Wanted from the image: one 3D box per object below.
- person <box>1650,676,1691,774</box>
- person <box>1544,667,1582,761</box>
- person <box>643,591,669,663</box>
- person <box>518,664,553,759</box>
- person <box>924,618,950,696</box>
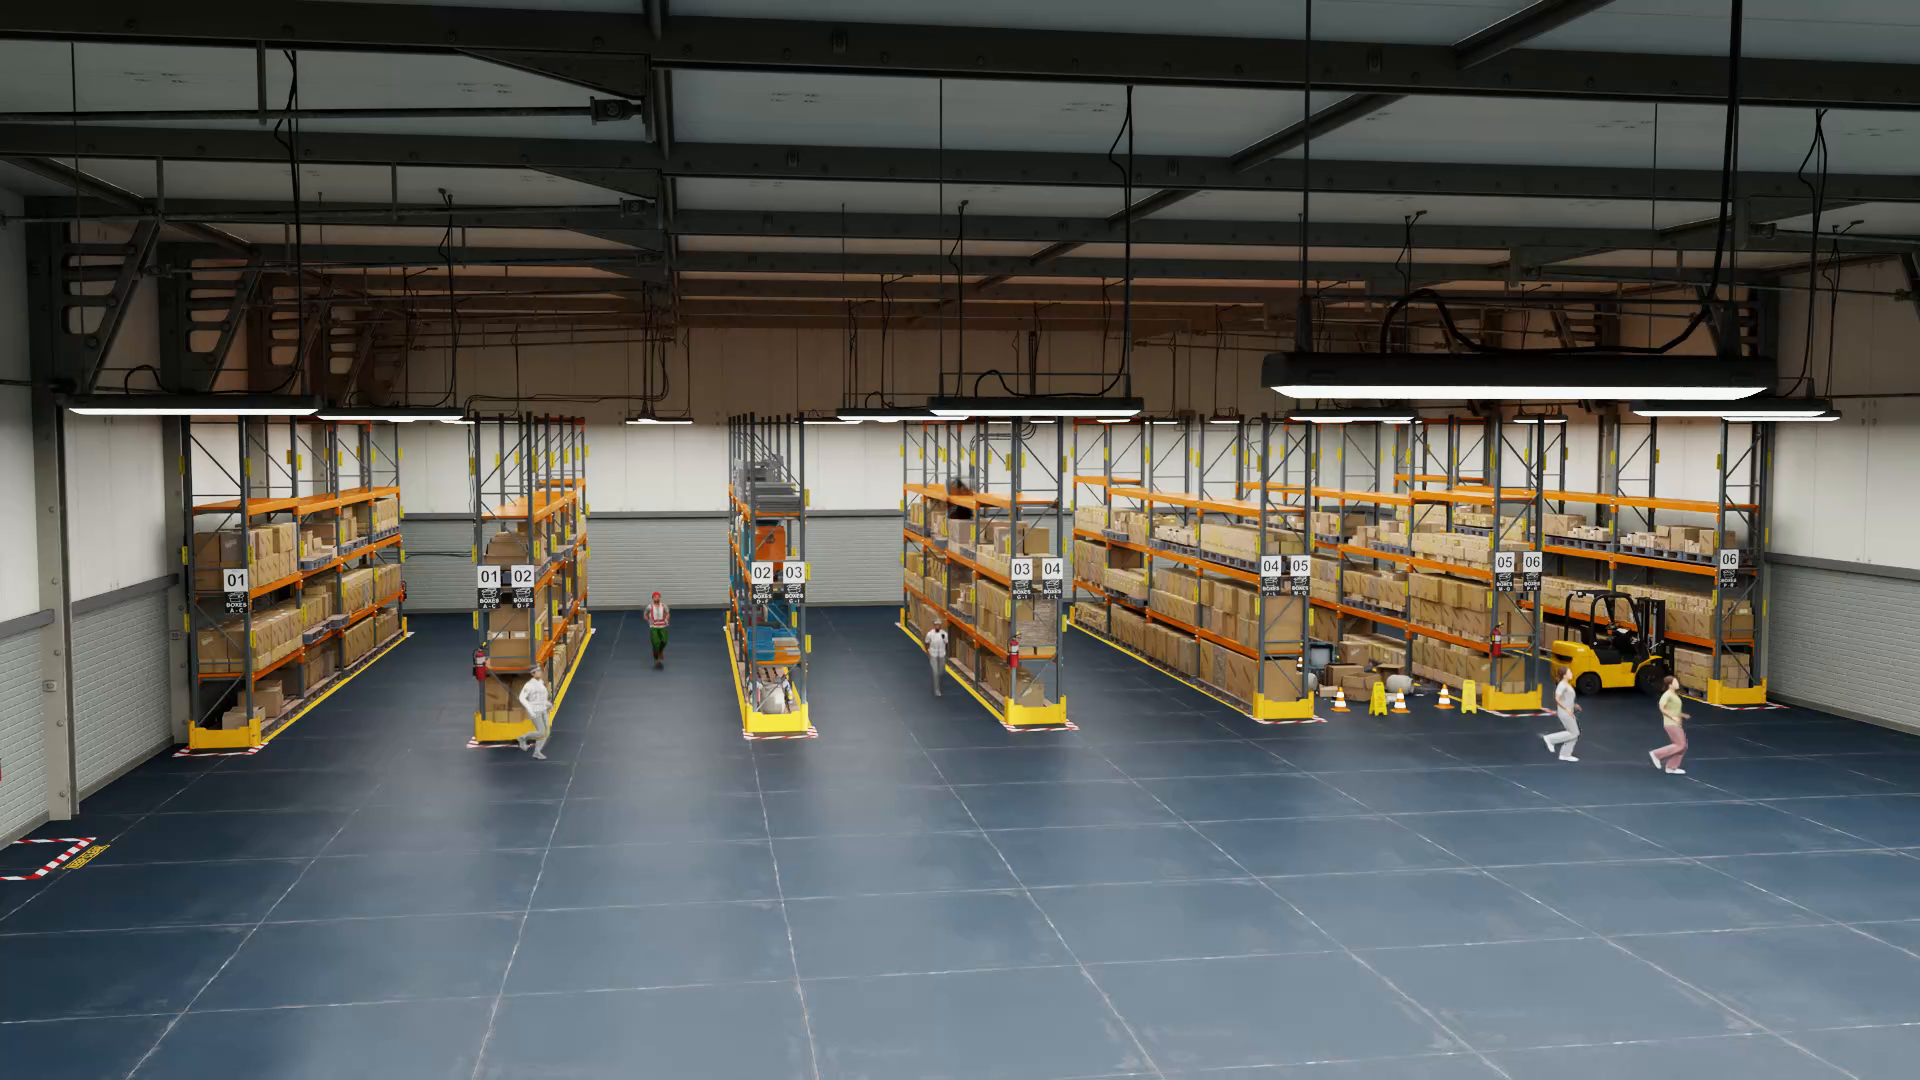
[{"bbox_3d":[11.723,3.043,27.450,0.569,1.619,0.578,3,5,34],"label":"person"},{"bbox_3d":[10.349,2.976,28.539,0.573,1.625,0.565,2,4,27],"label":"person"},{"bbox_3d":[-7.302,2.116,40.182,0.649,1.740,0.601,-1,4,-21],"label":"person"},{"bbox_3d":[-7.339,2.954,28.745,0.558,1.657,0.628,1,4,21],"label":"person"},{"bbox_3d":[-0.505,2.480,35.696,0.557,1.656,0.697,-1,4,-12],"label":"person"}]
